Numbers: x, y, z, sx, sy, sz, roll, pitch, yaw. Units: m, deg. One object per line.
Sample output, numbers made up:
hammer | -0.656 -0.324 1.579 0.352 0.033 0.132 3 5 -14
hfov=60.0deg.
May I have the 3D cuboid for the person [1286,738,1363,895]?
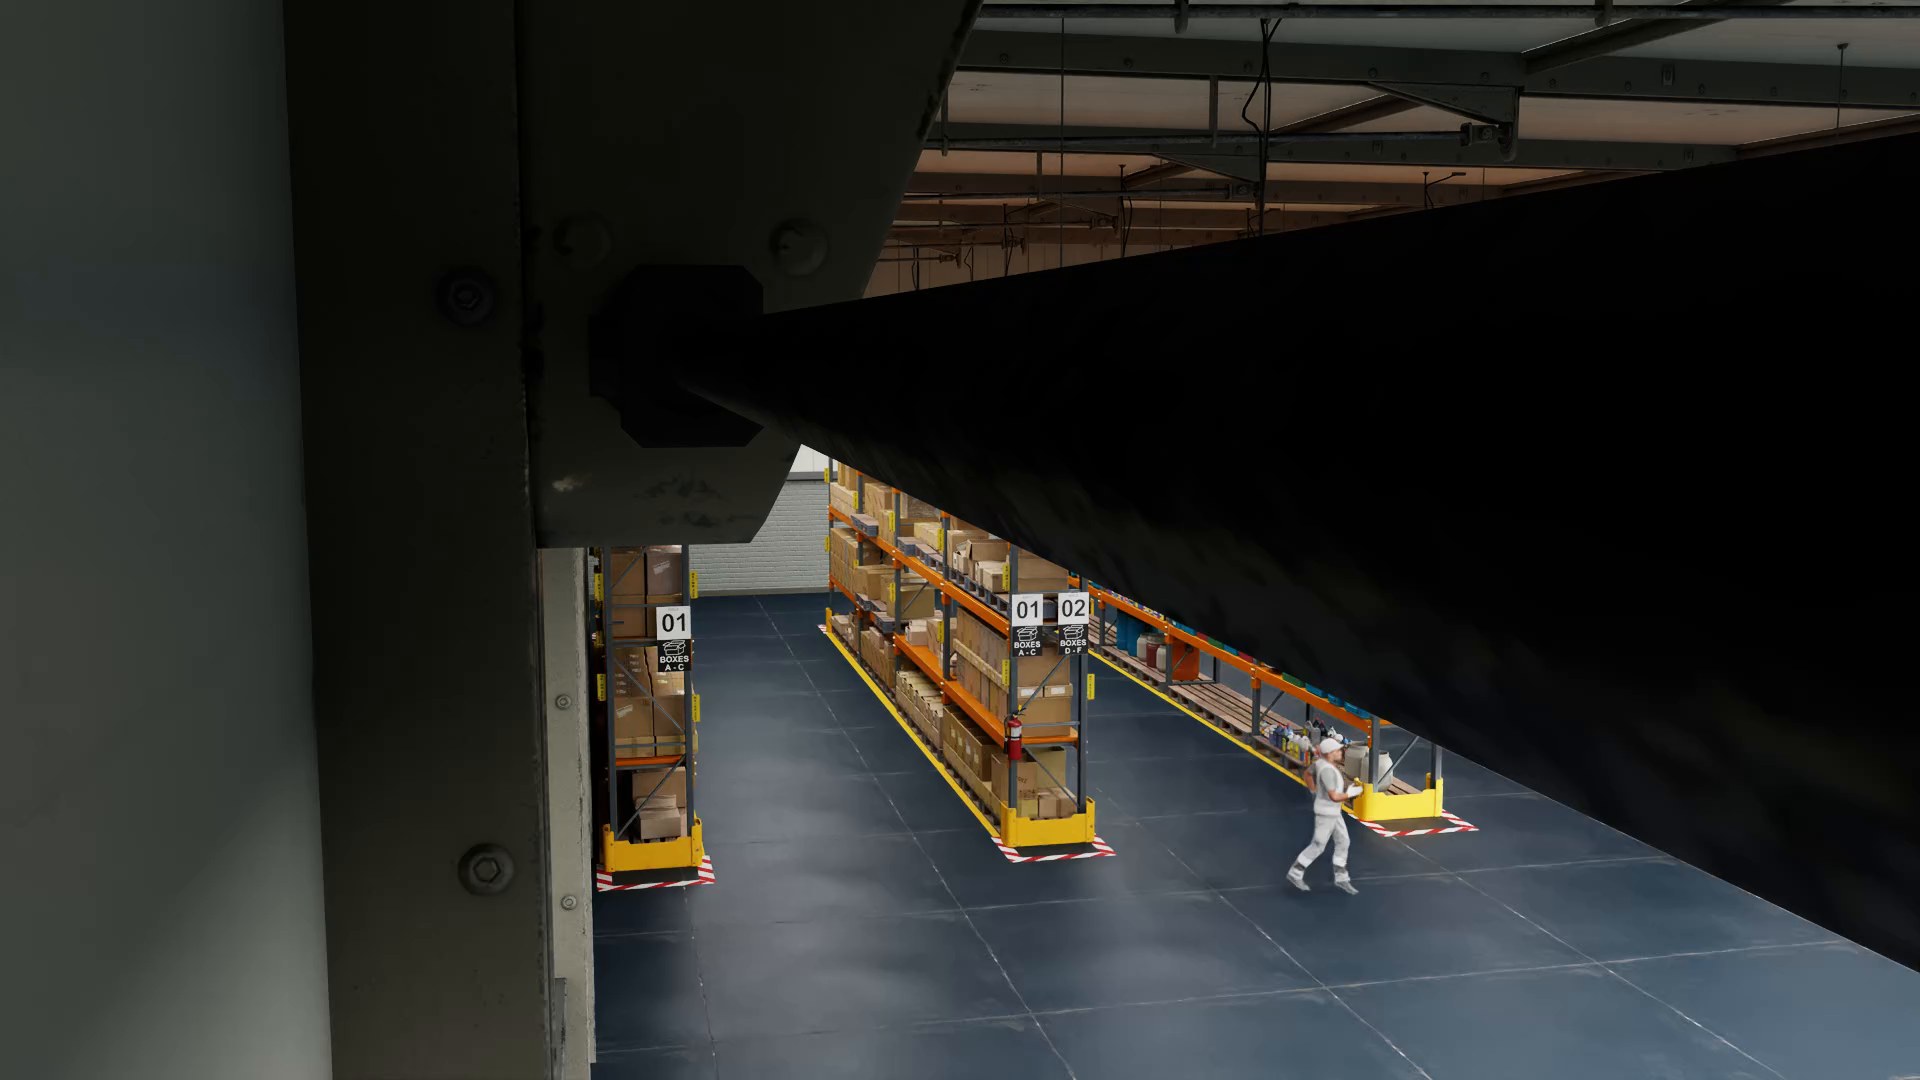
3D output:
person | 4.179 3.174 19.055 0.836 1.846 0.661 2 7 14
